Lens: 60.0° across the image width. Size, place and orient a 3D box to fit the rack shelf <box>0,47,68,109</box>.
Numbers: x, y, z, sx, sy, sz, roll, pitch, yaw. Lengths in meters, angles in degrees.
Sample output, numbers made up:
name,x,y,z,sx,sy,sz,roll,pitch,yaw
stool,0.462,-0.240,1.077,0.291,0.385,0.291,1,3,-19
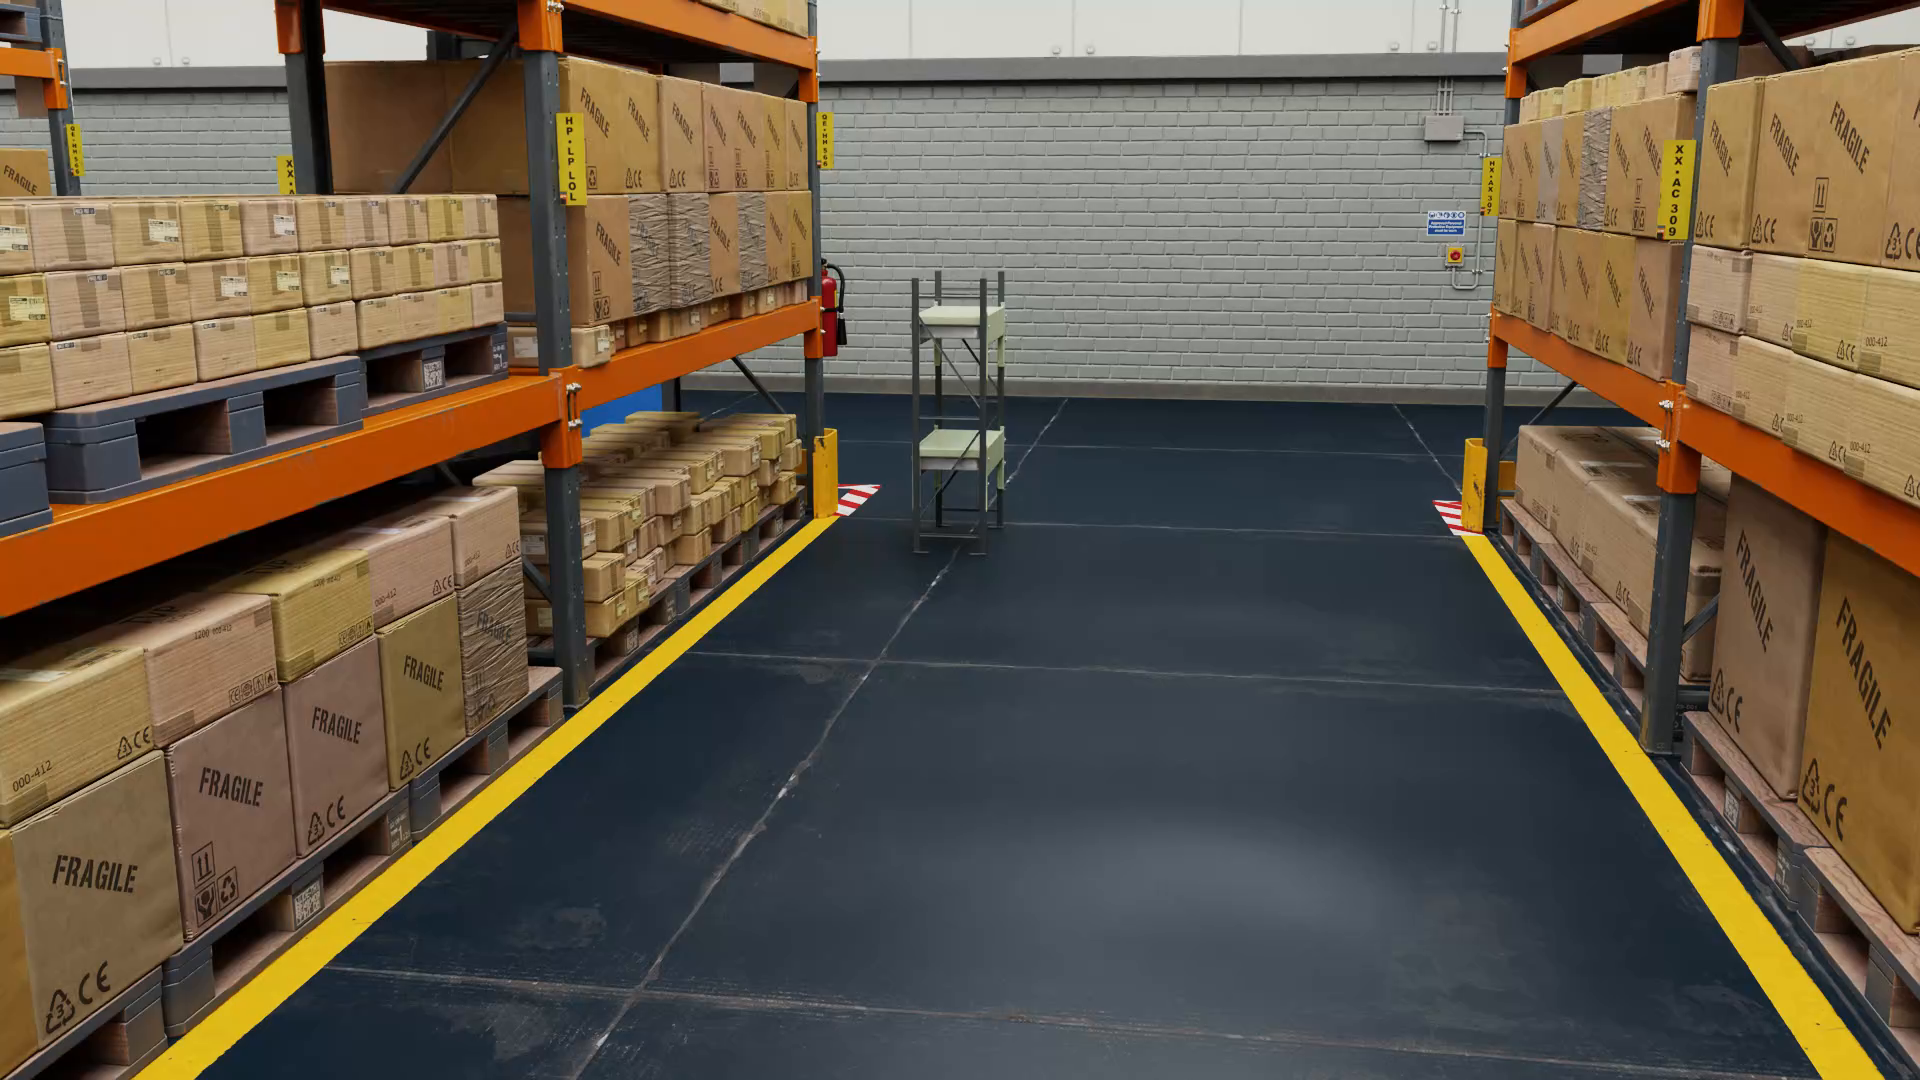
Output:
name,x,y,z,sx,sy,sz,roll,pitch,yaw
rack shelf,-6.536,-2.546,8.772,1.077,0.370,4.000,2,12,9

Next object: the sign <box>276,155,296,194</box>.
name,x,y,z,sx,sy,sz,roll,pitch,yaw
sign,-2.496,-1.272,6.220,0.100,0.325,0.005,2,12,9

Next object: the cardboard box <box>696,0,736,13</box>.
name,x,y,z,sx,sy,sz,roll,pitch,yaw
cardboard box,-1.375,-2.635,7.834,0.500,0.250,0.500,2,12,11

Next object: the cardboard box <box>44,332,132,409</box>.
name,x,y,z,sx,sy,sz,roll,pitch,yaw
cardboard box,-2.144,-0.393,3.796,0.380,0.149,0.250,2,12,11

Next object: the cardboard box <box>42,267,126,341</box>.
name,x,y,z,sx,sy,sz,roll,pitch,yaw
cardboard box,-2.146,-0.539,3.766,0.380,0.149,0.250,2,12,9

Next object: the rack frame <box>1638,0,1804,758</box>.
name,x,y,z,sx,sy,sz,roll,pitch,yaw
rack frame,2.948,-0.693,5.591,1.000,3.000,0.127,2,12,9

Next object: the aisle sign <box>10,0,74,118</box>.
name,x,y,z,sx,sy,sz,roll,pitch,yaw
aisle sign,-5.921,-3.123,10.695,0.394,0.787,0.004,2,12,9

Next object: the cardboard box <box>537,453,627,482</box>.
name,x,y,z,sx,sy,sz,roll,pitch,yaw
cardboard box,-1.887,-0.340,8.308,0.380,0.149,0.250,2,12,9

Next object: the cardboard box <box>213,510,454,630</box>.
name,x,y,z,sx,sy,sz,roll,pitch,yaw
cardboard box,-1.915,0.087,5.126,0.500,0.250,0.500,2,12,11

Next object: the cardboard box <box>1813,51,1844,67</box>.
name,x,y,z,sx,sy,sz,roll,pitch,yaw
cardboard box,3.277,-1.659,5.923,0.380,0.149,0.250,2,12,9

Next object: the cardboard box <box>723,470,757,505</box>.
name,x,y,z,sx,sy,sz,roll,pitch,yaw
cardboard box,-1.288,-0.287,8.769,0.380,0.149,0.250,2,12,9

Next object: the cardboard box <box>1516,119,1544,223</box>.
name,x,y,z,sx,sy,sz,roll,pitch,yaw
cardboard box,3.136,-1.865,8.418,0.500,0.500,0.500,2,12,7

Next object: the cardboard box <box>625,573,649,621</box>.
name,x,y,z,sx,sy,sz,roll,pitch,yaw
cardboard box,-1.544,0.235,7.054,0.380,0.149,0.250,2,12,10

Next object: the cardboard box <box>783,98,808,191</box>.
name,x,y,z,sx,sy,sz,roll,pitch,yaw
cardboard box,-1.168,-2.245,9.475,0.500,0.500,0.500,2,12,7

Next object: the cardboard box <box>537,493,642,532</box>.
name,x,y,z,sx,sy,sz,roll,pitch,yaw
cardboard box,-1.610,-0.110,7.241,0.380,0.149,0.250,2,12,8

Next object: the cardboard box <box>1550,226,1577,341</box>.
name,x,y,z,sx,sy,sz,roll,pitch,yaw
cardboard box,2.999,-1.168,7.556,0.500,0.500,0.500,2,12,11

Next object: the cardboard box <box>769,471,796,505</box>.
name,x,y,z,sx,sy,sz,roll,pitch,yaw
cardboard box,-1.158,-0.304,9.554,0.380,0.149,0.250,2,12,10

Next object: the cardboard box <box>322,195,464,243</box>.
name,x,y,z,sx,sy,sz,roll,pitch,yaw
cardboard box,-1.868,-1.060,5.480,0.380,0.149,0.250,2,12,7

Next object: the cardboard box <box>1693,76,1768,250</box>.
name,x,y,z,sx,sy,sz,roll,pitch,yaw
cardboard box,2.597,-1.149,5.093,0.500,0.500,0.500,2,12,9

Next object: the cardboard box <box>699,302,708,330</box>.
name,x,y,z,sx,sy,sz,roll,pitch,yaw
cardboard box,-1.442,-1.091,8.034,0.380,0.149,0.250,2,12,11

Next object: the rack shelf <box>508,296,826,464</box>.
name,x,y,z,sx,sy,sz,roll,pitch,yaw
rack shelf,-1.651,-0.897,8.245,1.077,0.370,4.000,2,12,9

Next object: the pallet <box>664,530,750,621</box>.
name,x,y,z,sx,sy,sz,roll,pitch,yaw
pallet,-1.705,0.135,8.367,1.003,0.211,1.213,2,12,9

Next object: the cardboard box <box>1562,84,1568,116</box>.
name,x,y,z,sx,sy,sz,roll,pitch,yaw
cardboard box,3.021,-2.046,7.718,0.380,0.149,0.250,2,12,9

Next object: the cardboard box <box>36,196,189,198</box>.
name,x,y,z,sx,sy,sz,roll,pitch,yaw
cardboard box,-2.593,-0.976,5.087,0.380,0.149,0.250,2,12,8

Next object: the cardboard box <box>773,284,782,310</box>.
name,x,y,z,sx,sy,sz,roll,pitch,yaw
cardboard box,-1.213,-1.362,9.291,0.380,0.149,0.250,2,12,8

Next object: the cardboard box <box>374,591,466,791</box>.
name,x,y,z,sx,sy,sz,roll,pitch,yaw
cardboard box,-1.903,0.453,5.208,0.500,0.500,0.500,2,12,7

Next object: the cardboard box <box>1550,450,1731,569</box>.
name,x,y,z,sx,sy,sz,roll,pitch,yaw
cardboard box,3.428,-0.147,8.142,0.875,0.438,0.875,2,12,10

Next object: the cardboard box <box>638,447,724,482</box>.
name,x,y,z,sx,sy,sz,roll,pitch,yaw
cardboard box,-1.423,-0.380,8.495,0.380,0.149,0.250,1,12,7

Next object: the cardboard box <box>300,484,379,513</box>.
name,x,y,z,sx,sy,sz,roll,pitch,yaw
cardboard box,-2.333,-0.037,5.704,0.500,0.250,0.500,1,12,6

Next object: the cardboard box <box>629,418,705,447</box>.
name,x,y,z,sx,sy,sz,roll,pitch,yaw
cardboard box,-1.683,-0.609,9.555,0.380,0.149,0.250,2,12,10

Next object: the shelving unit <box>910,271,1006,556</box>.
name,x,y,z,sx,sy,sz,roll,pitch,yaw
shelving unit,-0.001,-0.732,9.329,0.431,1.500,0.755,2,12,9

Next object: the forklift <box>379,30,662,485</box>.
name,x,y,z,sx,sy,sz,roll,pitch,yaw
forklift,-3.259,-1.688,10.367,1.130,2.935,3.031,8,15,34

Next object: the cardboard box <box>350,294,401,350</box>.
name,x,y,z,sx,sy,sz,roll,pitch,yaw
cardboard box,-1.942,-0.668,5.073,0.380,0.149,0.250,1,12,6

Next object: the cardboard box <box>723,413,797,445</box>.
name,x,y,z,sx,sy,sz,roll,pitch,yaw
cardboard box,-1.174,-0.649,9.745,0.380,0.149,0.250,2,12,9

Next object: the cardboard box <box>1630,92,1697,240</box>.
name,x,y,z,sx,sy,sz,roll,pitch,yaw
cardboard box,2.748,-1.338,5.972,0.500,0.500,0.500,2,12,8

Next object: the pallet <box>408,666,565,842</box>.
name,x,y,z,sx,sy,sz,roll,pitch,yaw
pallet,-2.077,0.692,5.779,1.003,0.211,1.213,2,12,9

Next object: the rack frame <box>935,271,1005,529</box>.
name,x,y,z,sx,sy,sz,roll,pitch,yaw
rack frame,0.055,-0.808,9.682,0.400,1.500,0.023,2,12,9

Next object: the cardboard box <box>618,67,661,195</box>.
name,x,y,z,sx,sy,sz,roll,pitch,yaw
cardboard box,-1.584,-1.710,6.992,0.500,0.500,0.500,2,12,7

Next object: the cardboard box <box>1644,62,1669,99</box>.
name,x,y,z,sx,sy,sz,roll,pitch,yaw
cardboard box,2.898,-1.779,6.477,0.380,0.149,0.250,2,12,8

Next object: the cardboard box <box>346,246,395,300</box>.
name,x,y,z,sx,sy,sz,roll,pitch,yaw
cardboard box,-1.943,-0.808,5.016,0.380,0.149,0.250,1,12,7

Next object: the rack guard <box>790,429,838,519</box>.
name,x,y,z,sx,sy,sz,roll,pitch,yaw
rack guard,-1.355,-0.428,10.291,1.175,0.500,0.348,2,12,9

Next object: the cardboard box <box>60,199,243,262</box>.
name,x,y,z,sx,sy,sz,roll,pitch,yaw
cardboard box,-2.068,-0.789,4.221,0.380,0.149,0.250,2,12,8

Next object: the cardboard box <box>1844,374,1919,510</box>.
name,x,y,z,sx,sy,sz,roll,pitch,yaw
cardboard box,2.361,-0.219,3.747,0.500,0.250,0.500,2,12,8

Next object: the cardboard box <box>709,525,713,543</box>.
name,x,y,z,sx,sy,sz,roll,pitch,yaw
cardboard box,-1.461,-0.038,8.322,0.380,0.149,0.250,2,12,10

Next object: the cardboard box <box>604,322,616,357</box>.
name,x,y,z,sx,sy,sz,roll,pitch,yaw
cardboard box,-1.625,-0.815,6.749,0.380,0.149,0.250,2,12,10

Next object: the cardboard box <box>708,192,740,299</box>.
name,x,y,z,sx,sy,sz,roll,pitch,yaw
cardboard box,-1.398,-1.441,8.119,0.500,0.500,0.500,3,12,11

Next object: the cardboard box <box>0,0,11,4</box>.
name,x,y,z,sx,sy,sz,roll,pitch,yaw
cardboard box,-6.256,-3.507,10.053,0.700,0.500,0.500,1,12,5

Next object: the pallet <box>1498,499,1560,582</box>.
name,x,y,z,sx,sy,sz,roll,pitch,yaw
pallet,3.518,0.006,8.964,1.003,0.211,1.213,2,12,9

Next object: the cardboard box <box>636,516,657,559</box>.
name,x,y,z,sx,sy,sz,roll,pitch,yaw
cardboard box,-1.590,-0.019,7.523,0.380,0.149,0.250,1,12,6
